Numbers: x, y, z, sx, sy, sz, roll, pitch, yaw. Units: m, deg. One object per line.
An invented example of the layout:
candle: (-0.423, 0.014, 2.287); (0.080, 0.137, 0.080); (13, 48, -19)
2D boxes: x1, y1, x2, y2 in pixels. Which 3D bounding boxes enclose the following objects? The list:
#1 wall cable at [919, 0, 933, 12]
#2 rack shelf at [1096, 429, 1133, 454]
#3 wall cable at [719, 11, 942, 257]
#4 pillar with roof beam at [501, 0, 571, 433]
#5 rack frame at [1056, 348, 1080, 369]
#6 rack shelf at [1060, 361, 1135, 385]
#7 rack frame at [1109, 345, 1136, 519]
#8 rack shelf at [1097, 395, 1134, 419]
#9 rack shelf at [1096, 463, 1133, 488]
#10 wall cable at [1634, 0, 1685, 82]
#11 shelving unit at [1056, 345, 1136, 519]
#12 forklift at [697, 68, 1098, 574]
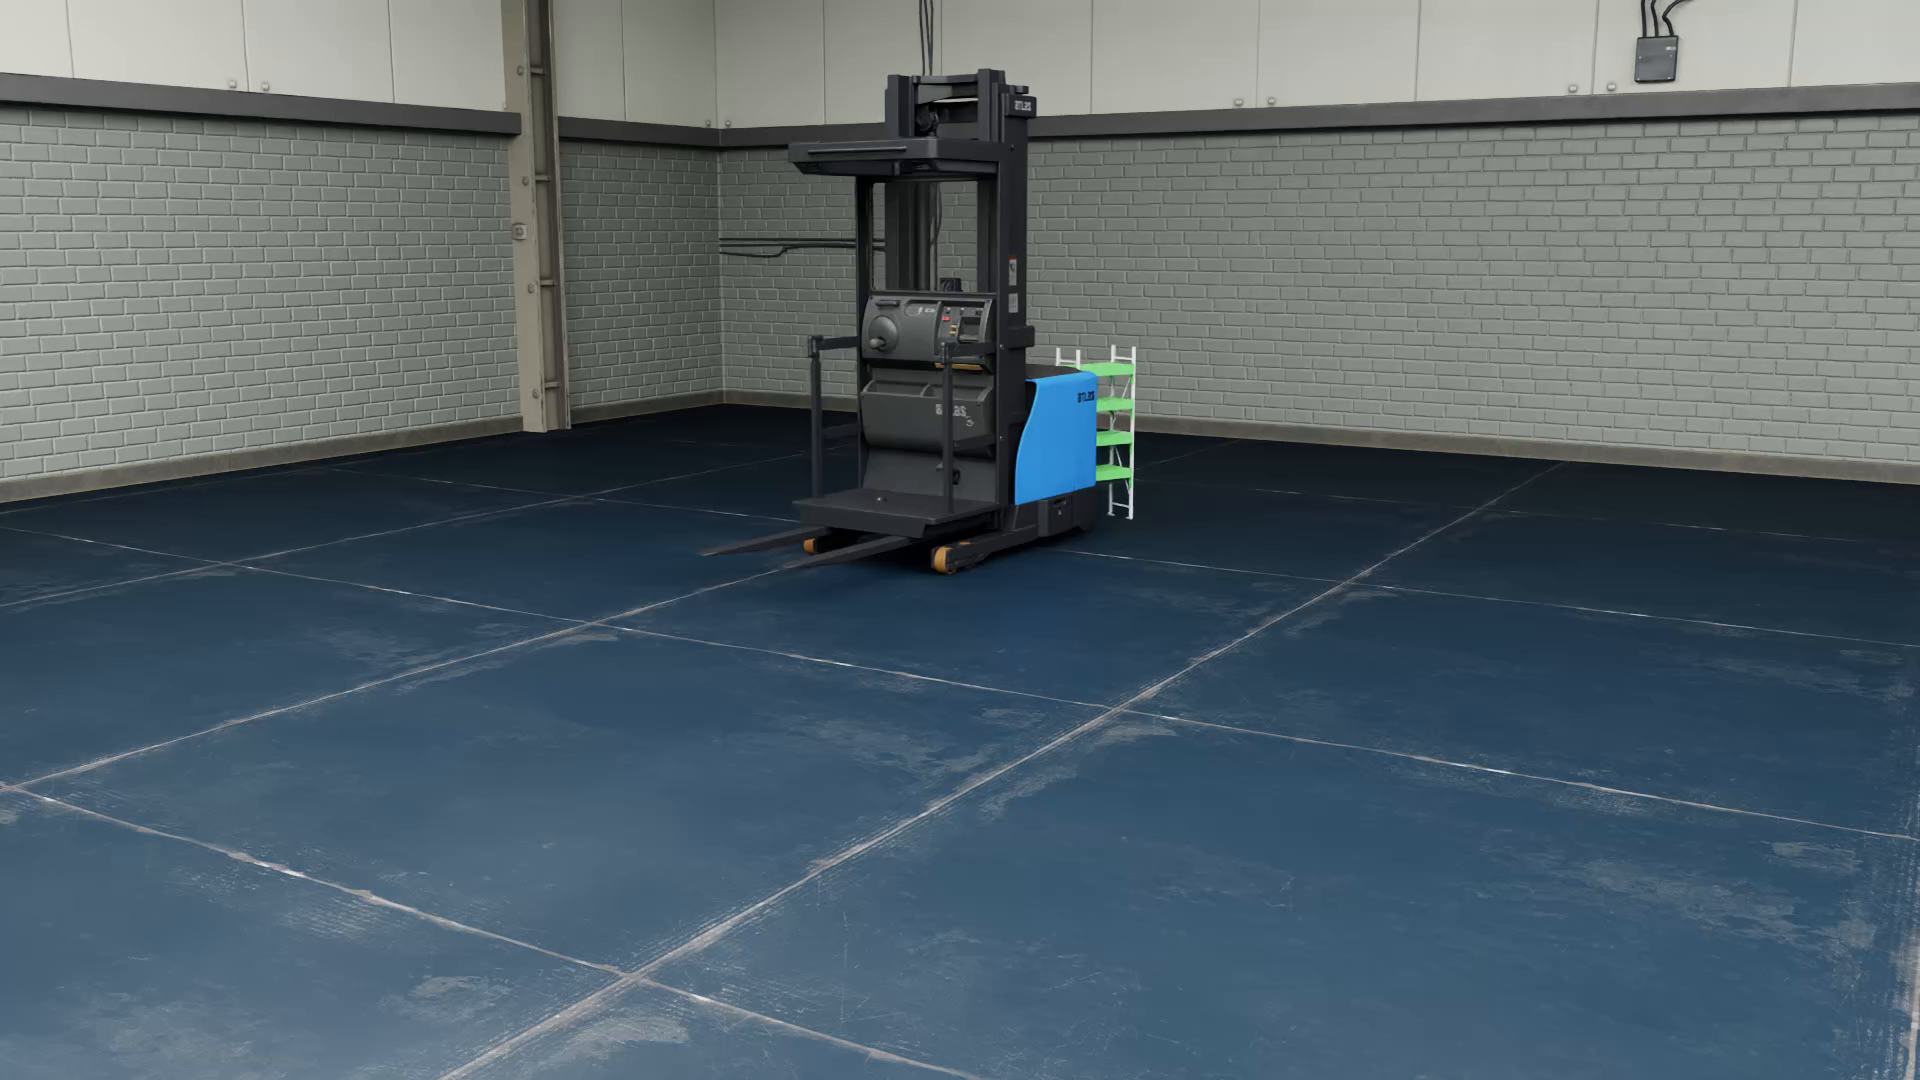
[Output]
wall cable: (0.784, -6.576, 16.252); (3.097, 2.526, 0.112); (6, 12, 31)
rack shelf: (0.934, -0.667, 11.521); (0.480, 0.148, 0.258); (-7, 13, -34)
wall cable: (-1.528, -4.352, 18.097); (3.097, 2.526, 0.112); (6, 12, 31)
pillar with roof beam: (-0.508, -5.130, 13.815); (9.100, 9.000, 0.400); (6, 12, 31)
rack frame: (0.733, -0.705, 11.373); (0.015, 1.200, 0.240); (-7, 13, -34)
rack shelf: (0.934, -1.139, 11.432); (0.480, 0.148, 0.258); (-7, 13, -34)
rack frame: (1.135, -0.756, 11.645); (0.015, 1.200, 0.240); (-7, 13, -34)
rack shelf: (0.934, -0.903, 11.477); (0.480, 0.148, 0.258); (-7, 13, -34)
rack shelf: (0.934, -0.432, 11.565); (0.480, 0.148, 0.258); (-7, 13, -34)
wall cable: (6.578, -6.640, 12.641); (2.305, 6.003, 0.169); (6, 12, 31)
shelving unit: (0.934, -0.730, 11.509); (0.503, 1.200, 0.258); (-7, 13, -34)
forklift: (-0.326, -1.337, 10.044); (1.130, 2.935, 3.031); (7, 13, 34)
